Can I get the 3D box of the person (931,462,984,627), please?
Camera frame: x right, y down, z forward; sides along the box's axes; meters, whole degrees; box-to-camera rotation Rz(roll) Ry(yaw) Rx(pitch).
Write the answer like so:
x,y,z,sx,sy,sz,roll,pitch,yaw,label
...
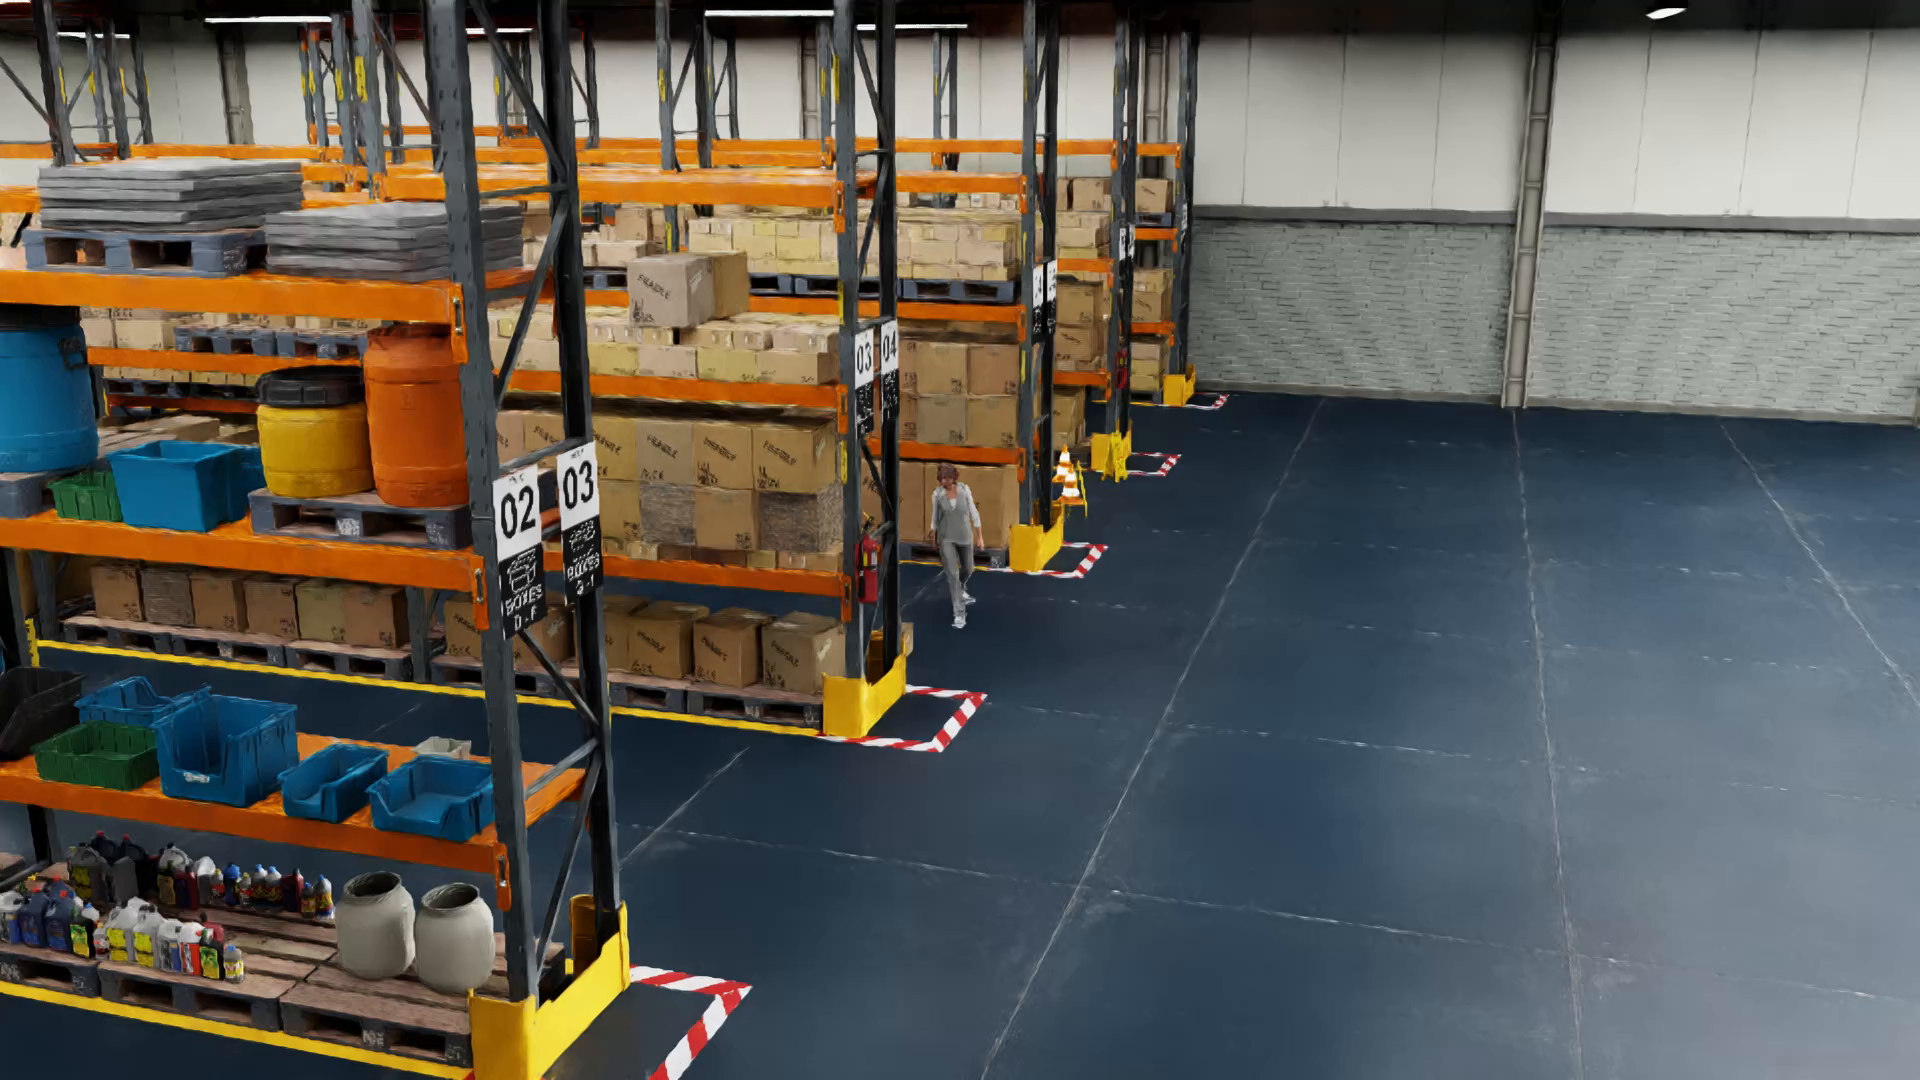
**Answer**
x,y,z,sx,sy,sz,roll,pitch,yaw,label
-0.028,0.000,15.927,0.486,1.549,0.831,-3,16,-9,person
